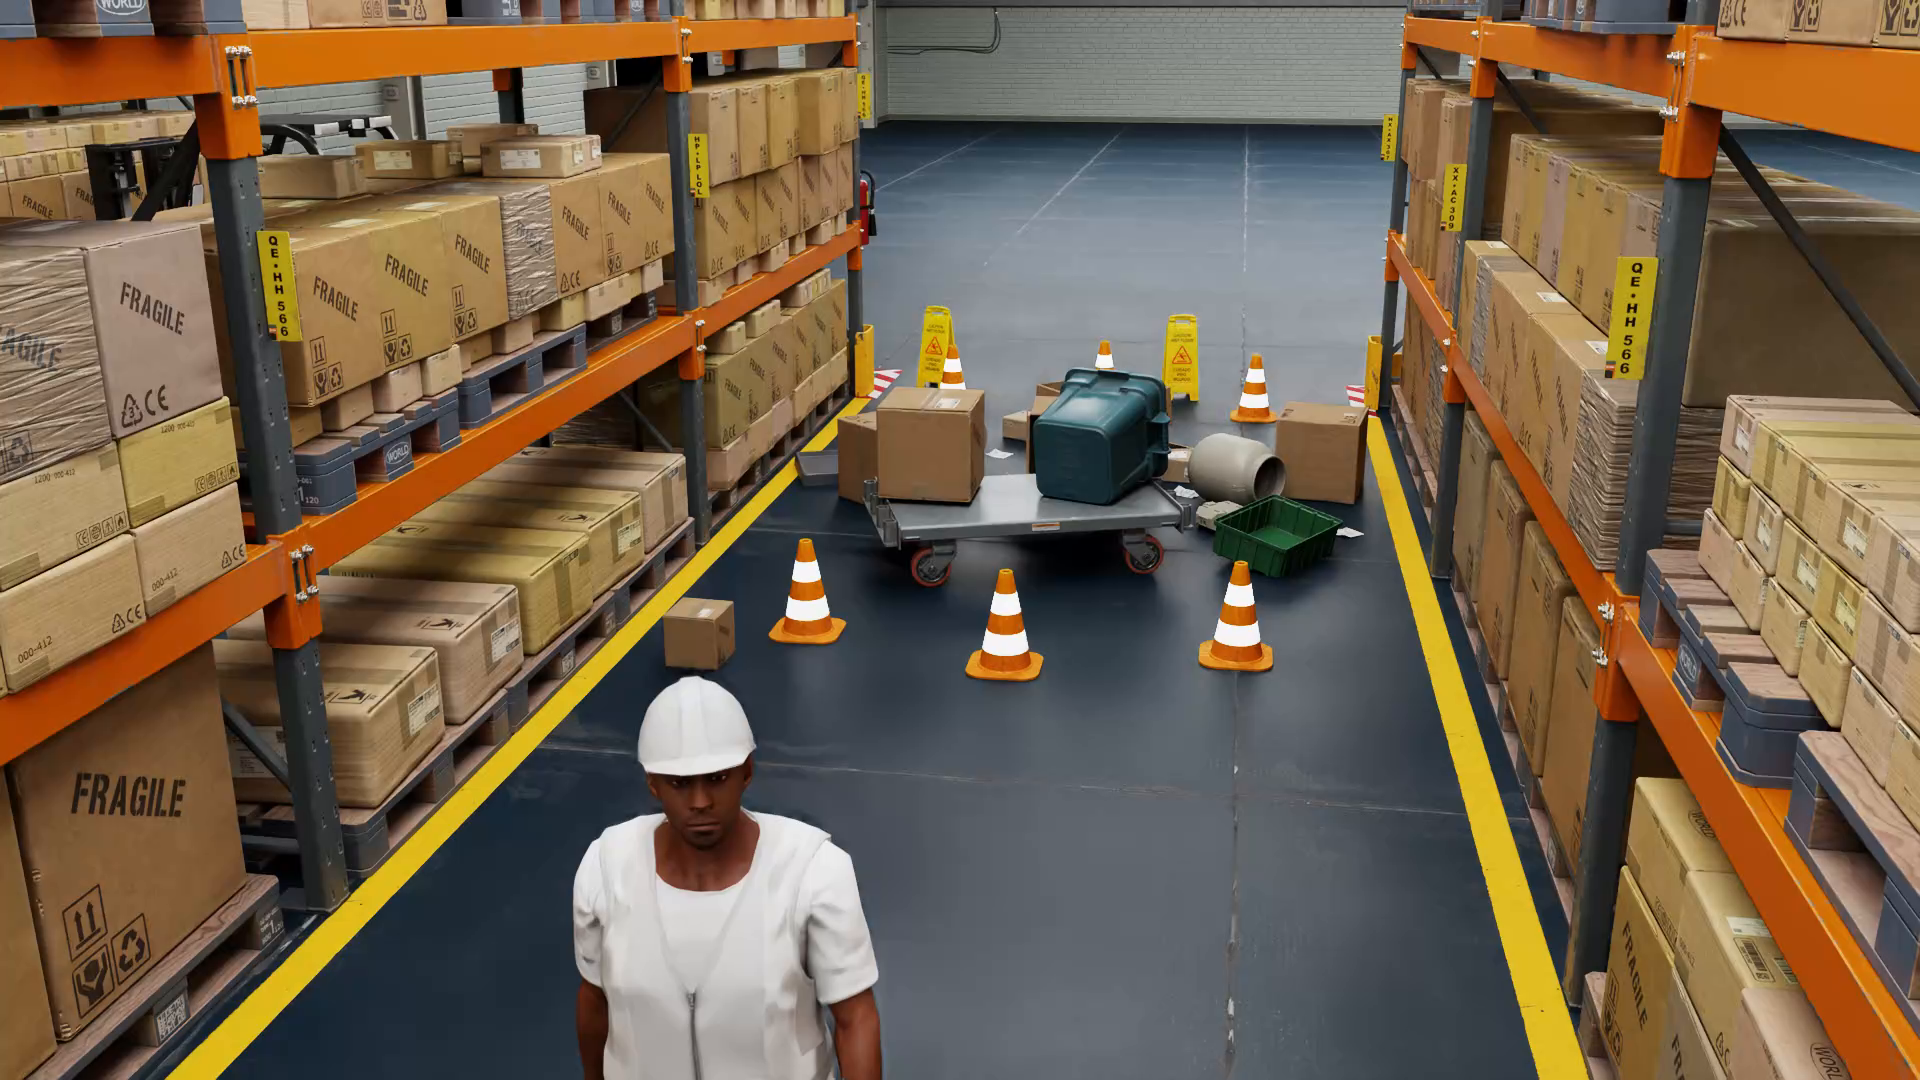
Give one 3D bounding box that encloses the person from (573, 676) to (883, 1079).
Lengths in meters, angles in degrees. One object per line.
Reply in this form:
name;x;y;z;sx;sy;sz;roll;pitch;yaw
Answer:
person;-0.446;1.109;3.014;0.612;1.710;0.989;0;18;0
